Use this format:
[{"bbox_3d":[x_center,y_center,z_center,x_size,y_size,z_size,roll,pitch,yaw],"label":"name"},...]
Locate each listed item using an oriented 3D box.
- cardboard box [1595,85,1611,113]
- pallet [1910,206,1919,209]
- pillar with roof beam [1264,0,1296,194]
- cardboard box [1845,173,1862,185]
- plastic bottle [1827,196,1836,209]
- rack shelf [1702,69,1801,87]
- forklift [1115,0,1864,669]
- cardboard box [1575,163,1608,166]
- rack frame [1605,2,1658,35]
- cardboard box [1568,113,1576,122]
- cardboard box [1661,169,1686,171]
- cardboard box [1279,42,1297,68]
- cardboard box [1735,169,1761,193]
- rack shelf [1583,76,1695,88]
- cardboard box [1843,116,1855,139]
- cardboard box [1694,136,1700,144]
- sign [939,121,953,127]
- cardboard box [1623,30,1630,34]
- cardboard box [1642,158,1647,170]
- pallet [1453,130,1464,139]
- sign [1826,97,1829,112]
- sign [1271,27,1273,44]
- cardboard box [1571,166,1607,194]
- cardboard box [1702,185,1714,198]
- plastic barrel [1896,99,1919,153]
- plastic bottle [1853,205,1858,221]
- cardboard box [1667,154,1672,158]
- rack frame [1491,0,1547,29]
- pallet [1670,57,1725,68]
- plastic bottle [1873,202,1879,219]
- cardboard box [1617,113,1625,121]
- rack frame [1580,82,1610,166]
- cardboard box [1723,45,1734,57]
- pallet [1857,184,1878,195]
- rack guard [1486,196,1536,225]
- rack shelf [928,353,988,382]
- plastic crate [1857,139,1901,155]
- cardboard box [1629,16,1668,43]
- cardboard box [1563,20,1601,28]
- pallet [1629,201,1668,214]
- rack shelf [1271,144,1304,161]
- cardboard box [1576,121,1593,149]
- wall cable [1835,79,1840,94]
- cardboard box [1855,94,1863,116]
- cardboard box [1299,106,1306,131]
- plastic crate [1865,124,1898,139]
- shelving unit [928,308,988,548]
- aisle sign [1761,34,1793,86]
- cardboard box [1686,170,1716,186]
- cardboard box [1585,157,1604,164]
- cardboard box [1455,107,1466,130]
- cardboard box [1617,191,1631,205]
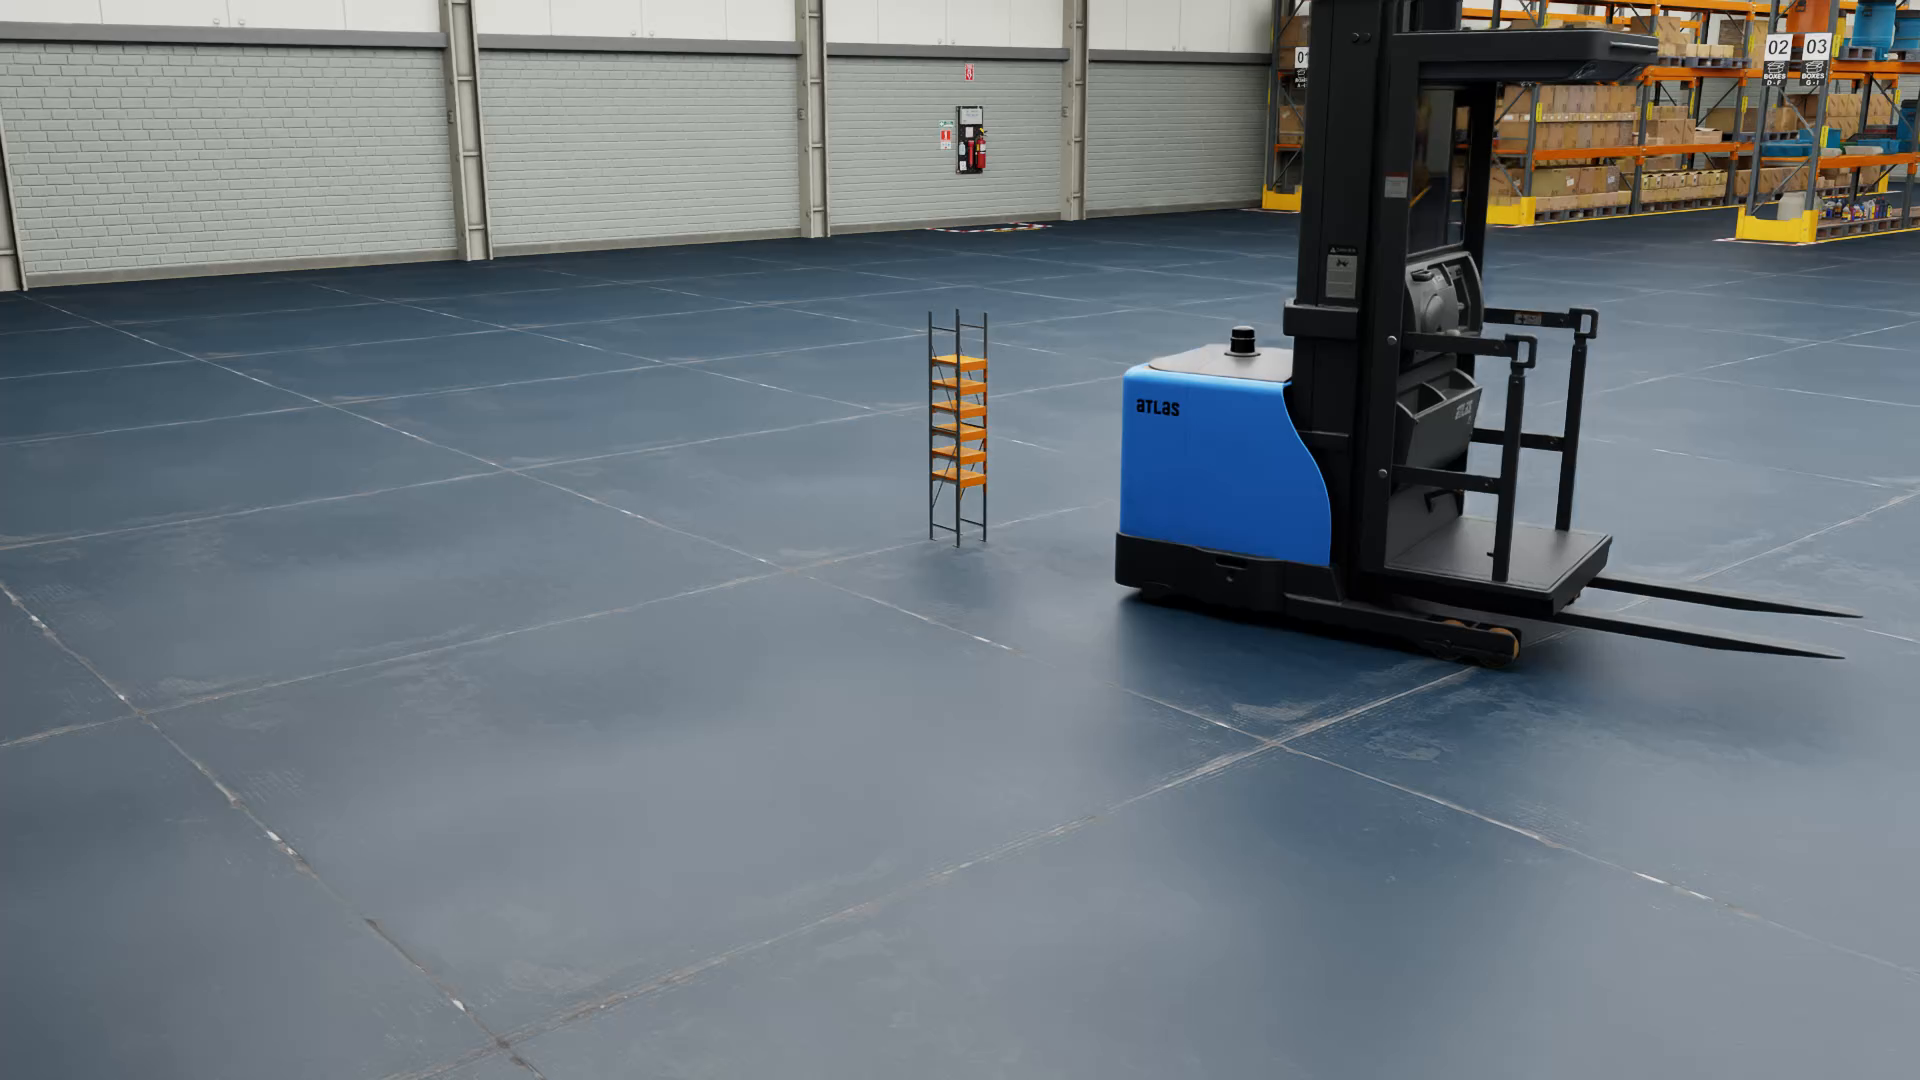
[{"bbox_3d":[11.874,-8.369,31.562,0.500,0.500,0.700,-13,20,-39],"label":"cardboard box"},{"bbox_3d":[18.620,-6.183,31.488,1.213,0.211,1.003,-13,19,-39],"label":"pallet"},{"bbox_3d":[9.478,-10.575,30.901,0.400,9.000,9.100,-13,19,-39],"label":"pillar with roof beam"},{"bbox_3d":[21.031,-8.563,39.471,0.500,0.250,0.500,-13,19,-39],"label":"cardboard box"},{"bbox_3d":[15.189,-5.821,29.011,0.185,0.351,0.144,-14,20,-42],"label":"plastic bottle"},{"bbox_3d":[17.490,-10.059,36.178,4.000,0.370,1.077,-13,19,-39],"label":"rack shelf"},{"bbox_3d":[2.235,-1.046,6.986,3.031,2.935,1.130,10,18,32],"label":"forklift"},{"bbox_3d":[12.408,-7.160,32.805,0.500,0.500,0.500,-13,19,-39],"label":"cardboard box"},{"bbox_3d":[12.964,-10.840,31.893,0.127,3.000,1.000,-13,19,-39],"label":"rack frame"},{"bbox_3d":[11.161,-7.825,30.782,0.250,0.149,0.380,-14,20,-41],"label":"cardboard box"},{"bbox_3d":[15.002,-7.642,34.975,0.500,0.311,0.500,-13,20,-41],"label":"cardboard box"},{"bbox_3d":[6.840,-9.854,33.785,0.500,0.500,0.500,-11,18,-35],"label":"cardboard box"},{"bbox_3d":[16.903,-7.735,35.886,0.500,0.500,0.500,-14,20,-41],"label":"cardboard box"},{"bbox_3d":[17.253,-11.701,42.323,4.000,0.370,1.077,-13,19,-39],"label":"rack shelf"},{"bbox_3d":[20.325,-9.550,38.495,0.500,0.500,0.500,-13,20,-40],"label":"cardboard box"},{"bbox_3d":[15.056,-8.270,34.387,0.250,0.149,0.380,-11,18,-35],"label":"cardboard box"},{"bbox_3d":[-0.239,-7.285,29.116,0.331,0.109,0.001,-13,19,-39],"label":"sign"},{"bbox_3d":[16.466,-12.317,41.065,0.500,0.500,0.500,-13,20,-40],"label":"cardboard box"},{"bbox_3d":[17.145,-9.533,42.657,0.500,0.500,0.700,-12,19,-38],"label":"cardboard box"},{"bbox_3d":[11.260,-9.147,37.552,1.213,0.211,1.003,-13,19,-39],"label":"pallet"},{"bbox_3d":[19.366,-9.748,37.189,0.005,0.325,0.100,-13,19,-39],"label":"sign"},{"bbox_3d":[6.342,-10.216,33.654,0.005,0.325,0.100,-13,19,-39],"label":"sign"},{"bbox_3d":[11.998,-6.889,31.789,0.500,0.500,0.500,-13,19,-39],"label":"cardboard box"},{"bbox_3d":[15.358,-7.269,34.664,0.500,0.250,0.500,-13,20,-40],"label":"cardboard box"},{"bbox_3d":[16.703,-7.225,29.014,0.708,0.901,0.600,-13,19,-39],"label":"plastic barrel"},{"bbox_3d":[15.026,-5.498,27.953,0.097,0.271,0.097,0,15,0],"label":"plastic bottle"},{"bbox_3d":[18.322,-10.051,43.339,0.250,0.149,0.380,-13,20,-40],"label":"cardboard box"},{"bbox_3d":[9.946,-10.162,29.356,0.127,3.000,1.000,-13,19,-39],"label":"rack frame"},{"bbox_3d":[14.686,-9.654,33.634,1.213,0.211,1.003,-12,19,-37],"label":"pallet"},{"bbox_3d":[15.675,-5.643,28.475,0.133,0.283,0.061,-11,19,-36],"label":"plastic bottle"},{"bbox_3d":[12.515,-8.129,31.919,0.250,0.149,0.380,-13,20,-41],"label":"cardboard box"},{"bbox_3d":[15.744,-10.260,41.349,0.127,3.000,1.000,-13,19,-39],"label":"rack frame"},{"bbox_3d":[15.676,-10.111,34.453,0.500,0.250,0.500,14,21,43],"label":"cardboard box"},{"bbox_3d":[21.358,-8.479,40.083,1.213,0.211,1.003,-13,19,-39],"label":"pallet"},{"bbox_3d":[9.928,-6.052,30.438,0.348,0.500,1.175,-13,19,-39],"label":"rack guard"},{"bbox_3d":[-0.011,-0.882,8.505,0.180,0.103,0.258,-13,19,-39],"label":"rack shelf"},{"bbox_3d":[15.556,-6.664,28.174,0.616,0.251,0.499,-13,19,-39],"label":"plastic crate"},{"bbox_3d":[13.455,-9.980,32.511,0.500,0.500,0.500,-12,19,-39],"label":"cardboard box"},{"bbox_3d":[11.378,-9.260,30.512,0.500,0.500,0.500,-13,19,-39],"label":"cardboard box"},{"bbox_3d":[13.494,-6.726,33.523,1.213,0.211,1.003,-13,19,-39],"label":"pallet"},{"bbox_3d":[8.200,-8.219,35.100,4.000,0.370,1.077,-13,19,-39],"label":"rack shelf"},{"bbox_3d":[11.473,-7.651,31.388,0.500,0.500,0.700,-12,19,-38],"label":"cardboard box"},{"bbox_3d":[23.263,-13.225,46.839,0.112,2.526,3.097,-13,19,-39],"label":"wall cable"},{"bbox_3d":[20.705,-10.115,38.674,0.500,0.500,0.500,-12,19,-38],"label":"cardboard box"},{"bbox_3d":[7.249,-8.549,33.742,0.500,0.500,0.500,-13,19,-39],"label":"cardboard box"},{"bbox_3d":[16.377,-7.149,29.577,0.583,0.464,0.402,-13,19,-39],"label":"plastic crate"},{"bbox_3d":[-0.011,-0.577,8.586,0.189,1.200,0.258,-13,19,-39],"label":"shelving unit"},{"bbox_3d":[12.945,-7.600,26.353,0.004,0.787,0.394,-13,19,-39],"label":"aisle sign"},{"bbox_3d":[15.360,-7.538,34.586,0.500,0.311,0.500,-13,20,-40],"label":"cardboard box"},{"bbox_3d":[15.339,-9.289,41.065,0.750,0.750,0.750,-12,19,-39],"label":"cardboard box"},{"bbox_3d":[11.018,-9.456,37.293,0.500,0.500,0.700,-10,18,-32],"label":"cardboard box"},{"bbox_3d":[12.757,-6.695,32.515,0.500,0.250,0.500,-13,19,-39],"label":"cardboard box"}]
